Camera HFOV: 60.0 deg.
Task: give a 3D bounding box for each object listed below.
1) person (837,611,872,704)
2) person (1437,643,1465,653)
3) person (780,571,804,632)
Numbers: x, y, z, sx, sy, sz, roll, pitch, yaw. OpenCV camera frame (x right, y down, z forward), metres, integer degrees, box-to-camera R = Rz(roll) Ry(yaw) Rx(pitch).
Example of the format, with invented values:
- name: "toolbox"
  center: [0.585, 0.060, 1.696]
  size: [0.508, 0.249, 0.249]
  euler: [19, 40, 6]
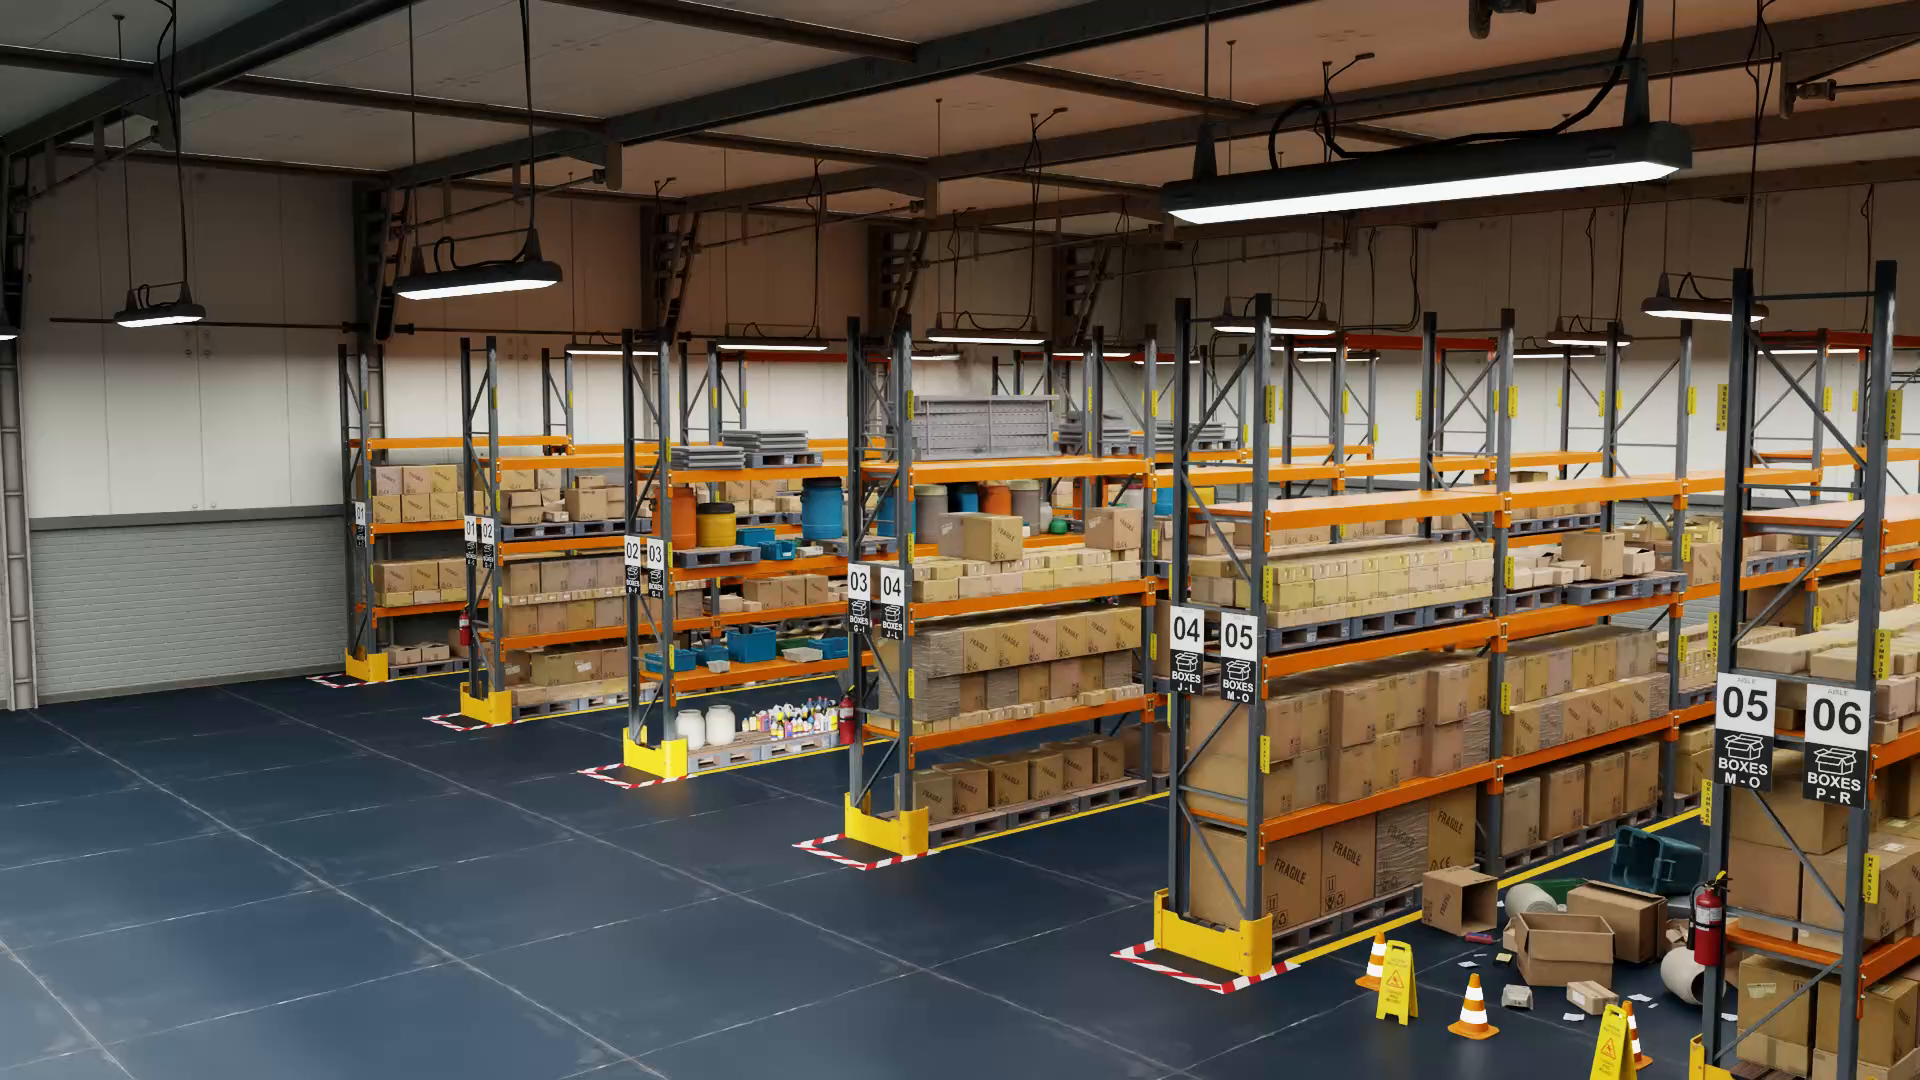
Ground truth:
- name: "person"
  center: [-1.757, 1.890, 27.327]
  size: [0.592, 1.652, 0.576]
  euler: [-4, 7, -39]
- name: "person"
  center: [6.975, 2.192, 23.532]
  size: [0.833, 1.833, 0.661]
  euler: [-4, 7, -39]
- name: "person"
  center: [-3.328, 1.347, 32.942]
  size: [0.860, 1.694, 0.610]
  euler: [-4, 7, -40]
